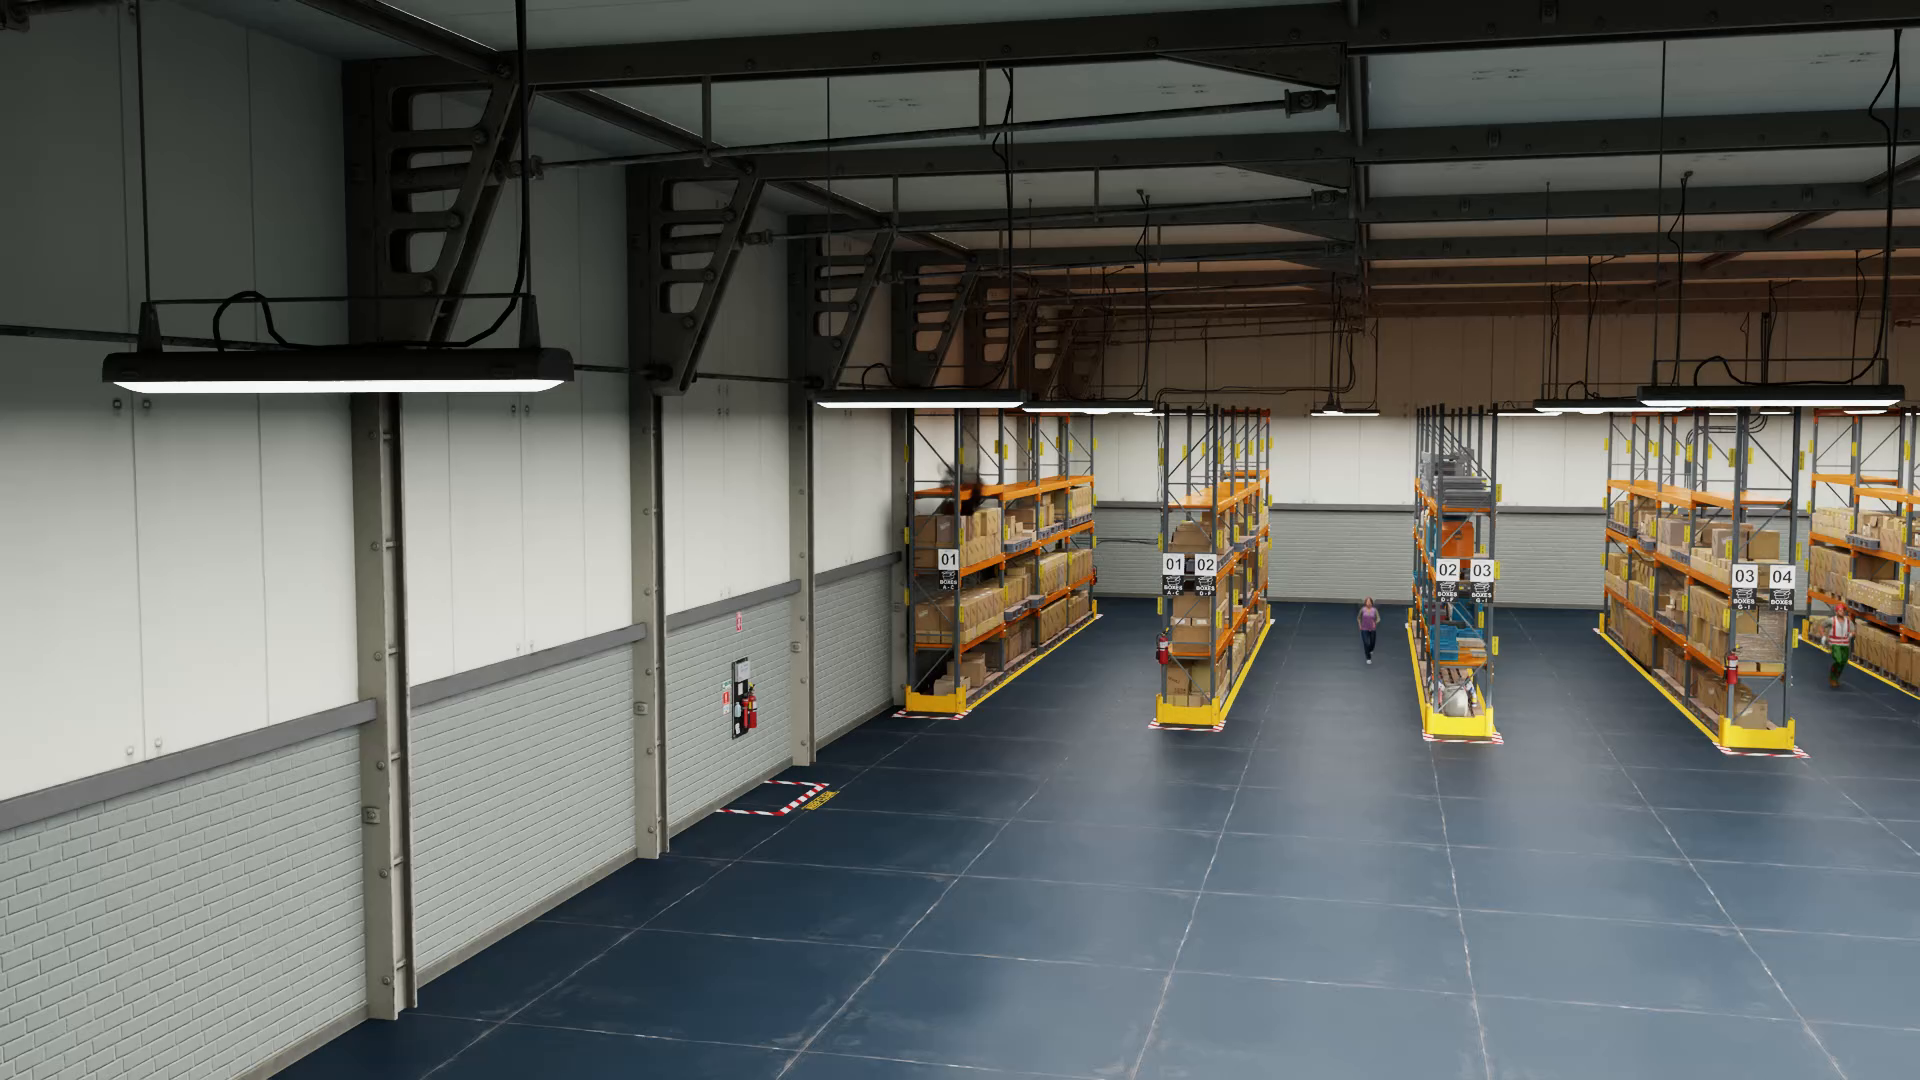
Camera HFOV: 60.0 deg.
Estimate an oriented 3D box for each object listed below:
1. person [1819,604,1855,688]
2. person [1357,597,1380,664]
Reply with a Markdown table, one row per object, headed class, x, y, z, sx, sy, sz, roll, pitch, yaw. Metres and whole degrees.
| class | x | y | z | sx | sy | sz | roll | pitch | yaw |
| --- | --- | --- | --- | --- | --- | --- | --- | --- | --- |
| person | 18.695 | 2.255 | 35.348 | 0.641 | 1.775 | 0.690 | 0 | 4 | 3 |
| person | 9.557 | 2.118 | 38.929 | 0.529 | 1.543 | 0.602 | 1 | 4 | 13 |
